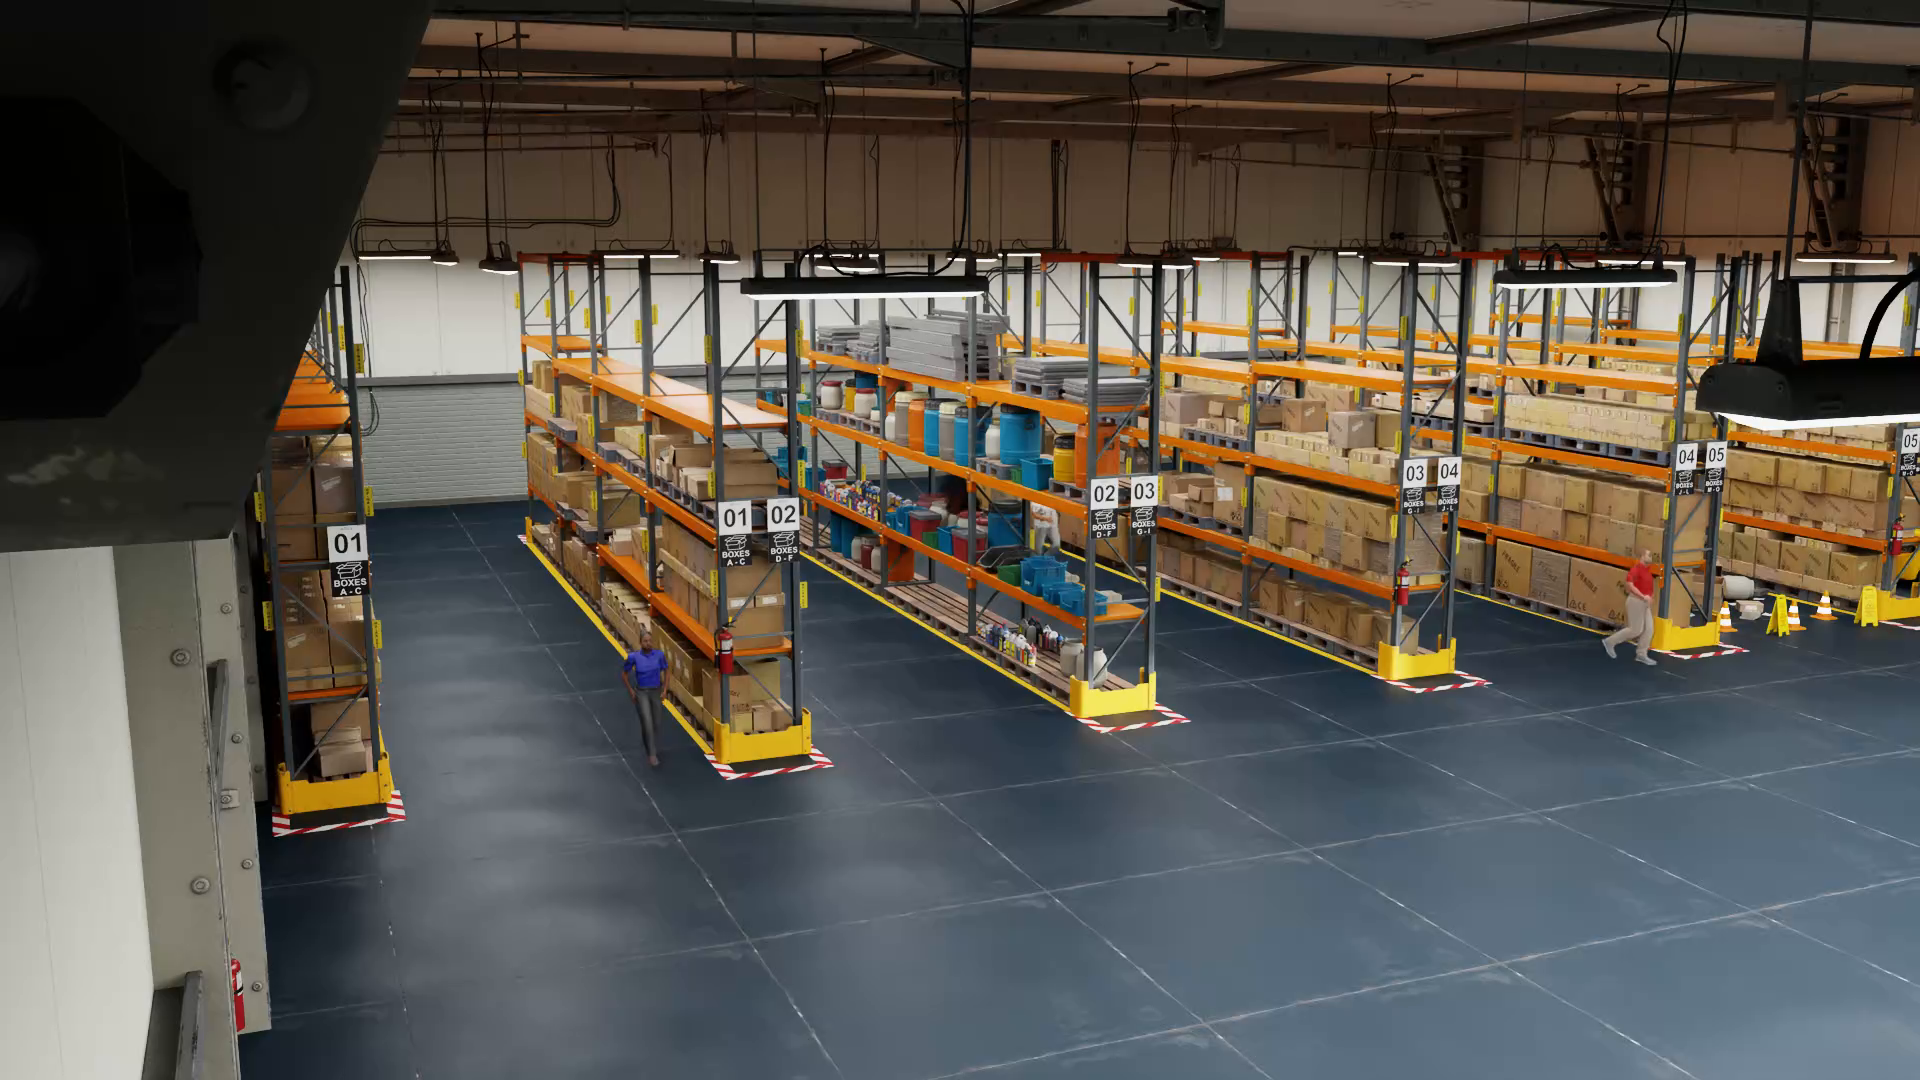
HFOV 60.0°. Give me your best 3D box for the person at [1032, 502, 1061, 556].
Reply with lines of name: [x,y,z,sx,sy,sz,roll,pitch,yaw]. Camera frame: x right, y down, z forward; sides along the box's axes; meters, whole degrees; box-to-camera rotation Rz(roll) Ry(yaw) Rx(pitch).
person: [1.592,-0.232,30.179,0.628,1.646,0.732,-4,11,-21]

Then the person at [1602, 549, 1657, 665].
person: [10.193,0.978,25.034,0.764,1.715,0.712,8,13,36]

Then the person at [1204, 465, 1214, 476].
person: [6.466,-2.189,42.392,0.642,1.669,0.588,-3,11,-14]

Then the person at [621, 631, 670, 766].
person: [-3.839,1.892,20.307,0.585,1.651,0.696,-5,11,-23]
